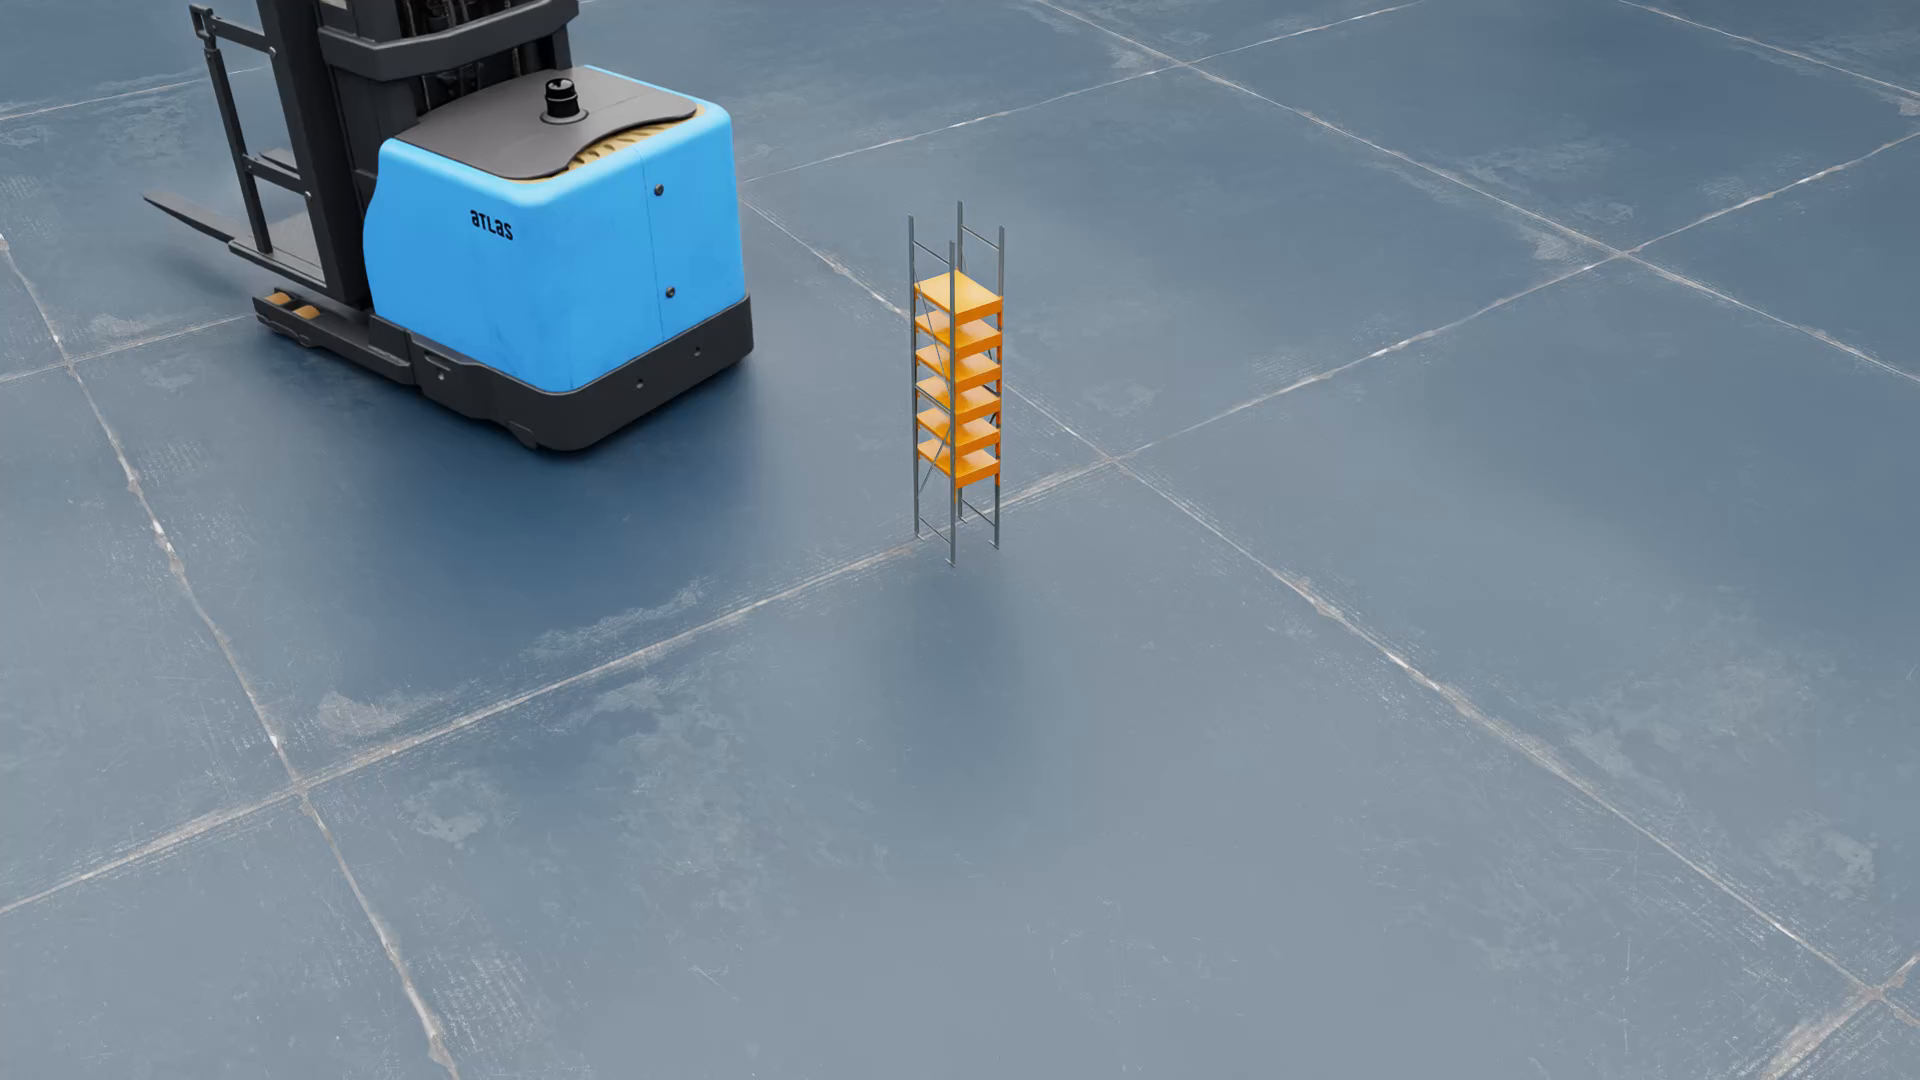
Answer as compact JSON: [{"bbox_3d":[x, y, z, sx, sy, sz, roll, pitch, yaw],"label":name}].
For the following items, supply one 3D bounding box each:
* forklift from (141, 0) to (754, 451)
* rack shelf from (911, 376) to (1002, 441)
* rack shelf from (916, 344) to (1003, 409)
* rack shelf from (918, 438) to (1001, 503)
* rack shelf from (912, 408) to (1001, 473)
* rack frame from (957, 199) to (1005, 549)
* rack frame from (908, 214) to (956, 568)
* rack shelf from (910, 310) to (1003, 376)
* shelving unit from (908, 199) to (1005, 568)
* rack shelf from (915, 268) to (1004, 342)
[{"bbox_3d":[-2.314,-2.208,6.310,3.031,2.935,1.130,24,42,29],"label":"forklift"},{"bbox_3d":[-0.012,-0.446,5.419,0.180,0.103,0.258,-22,41,-28],"label":"rack shelf"},{"bbox_3d":[-0.012,-0.544,5.349,0.180,0.103,0.258,-22,41,-28],"label":"rack shelf"},{"bbox_3d":[-0.012,-0.251,5.559,0.180,0.103,0.258,-22,41,-28],"label":"rack shelf"},{"bbox_3d":[-0.012,-0.349,5.489,0.180,0.103,0.258,-22,41,-28],"label":"rack shelf"},{"bbox_3d":[0.063,-0.513,5.436,0.006,1.200,0.240,-22,41,-28],"label":"rack frame"},{"bbox_3d":[-0.087,-0.451,5.350,0.006,1.200,0.240,-22,41,-28],"label":"rack frame"},{"bbox_3d":[-0.012,-0.641,5.279,0.180,0.103,0.258,-22,41,-28],"label":"rack shelf"},{"bbox_3d":[-0.012,-0.482,5.393,0.189,1.200,0.258,-22,41,-28],"label":"shelving unit"},{"bbox_3d":[-0.012,-0.738,5.209,0.180,0.103,0.258,-22,41,-28],"label":"rack shelf"}]
